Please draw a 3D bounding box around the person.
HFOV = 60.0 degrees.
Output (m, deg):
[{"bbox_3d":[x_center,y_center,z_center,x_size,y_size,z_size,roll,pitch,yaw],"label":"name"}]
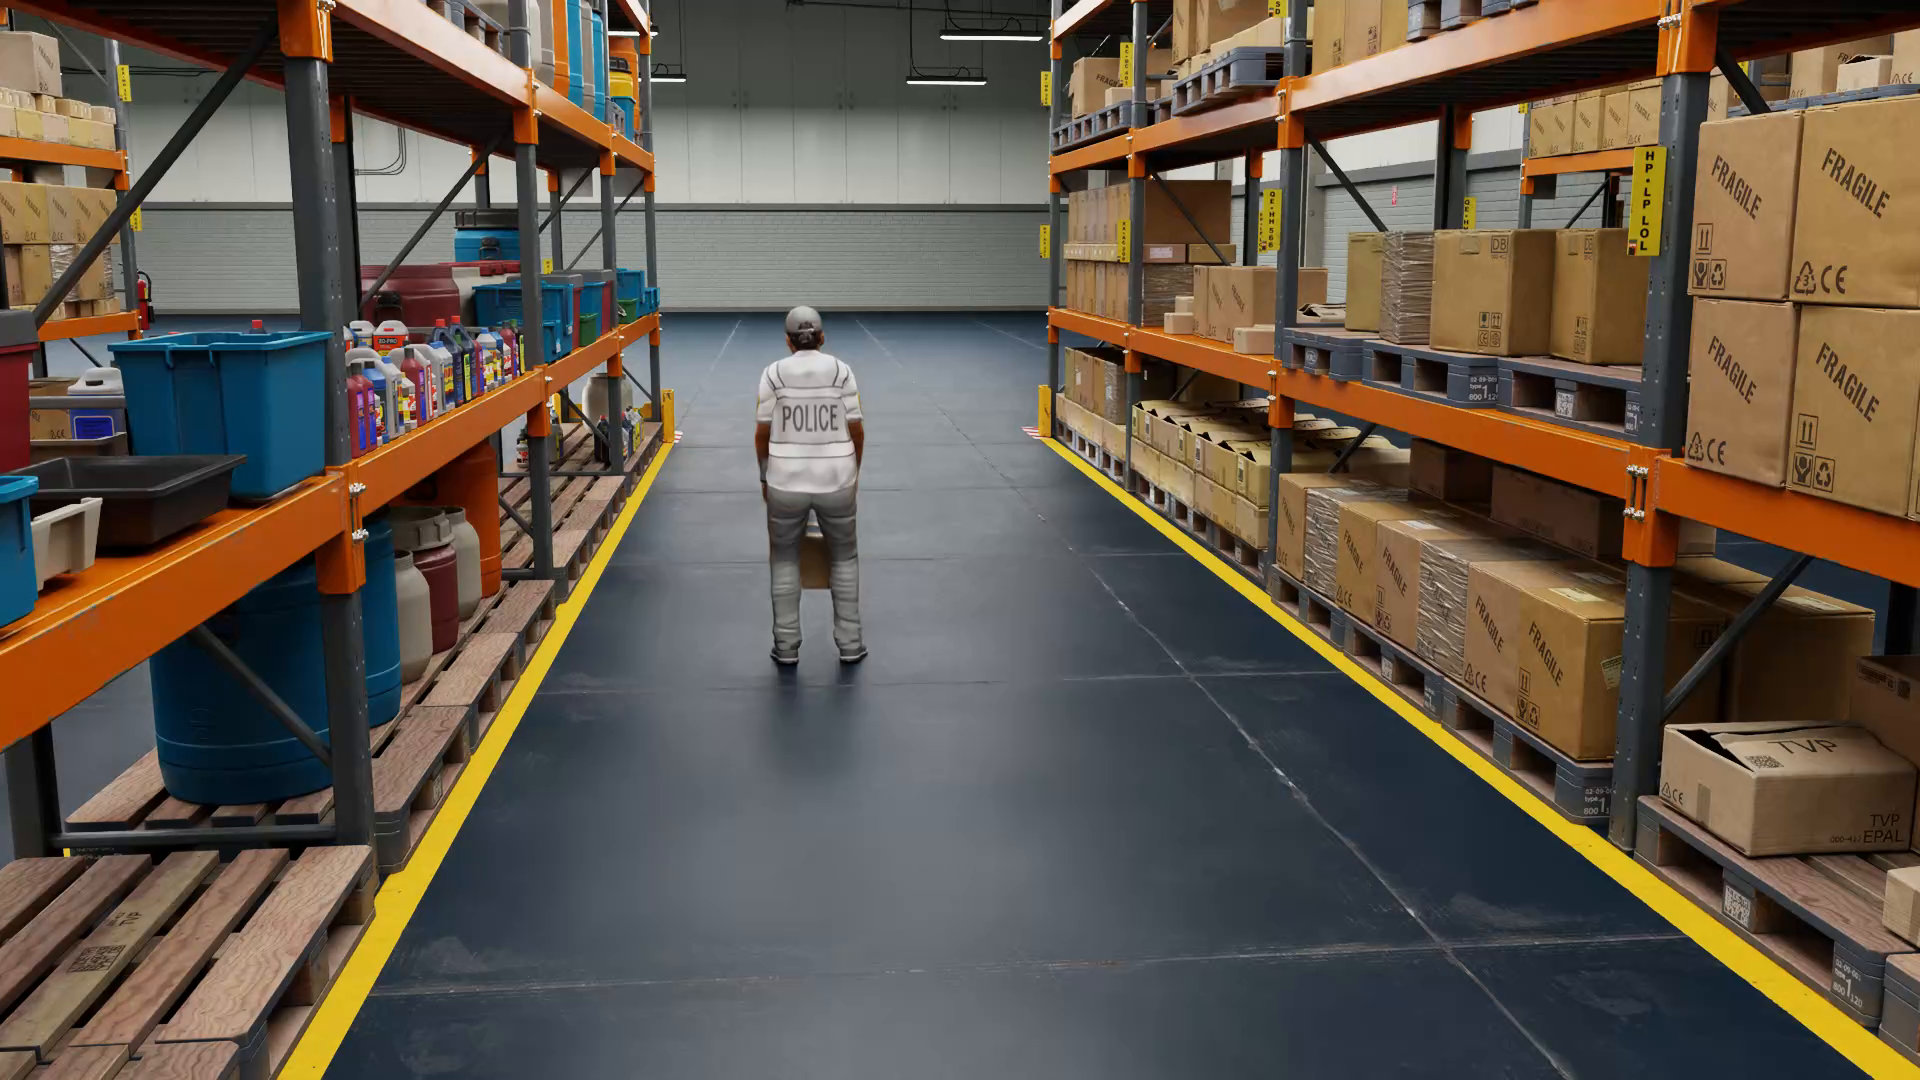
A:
[{"bbox_3d":[-0.693,-0.252,7.791,0.528,1.669,0.443,-1,10,-8],"label":"person"}]
